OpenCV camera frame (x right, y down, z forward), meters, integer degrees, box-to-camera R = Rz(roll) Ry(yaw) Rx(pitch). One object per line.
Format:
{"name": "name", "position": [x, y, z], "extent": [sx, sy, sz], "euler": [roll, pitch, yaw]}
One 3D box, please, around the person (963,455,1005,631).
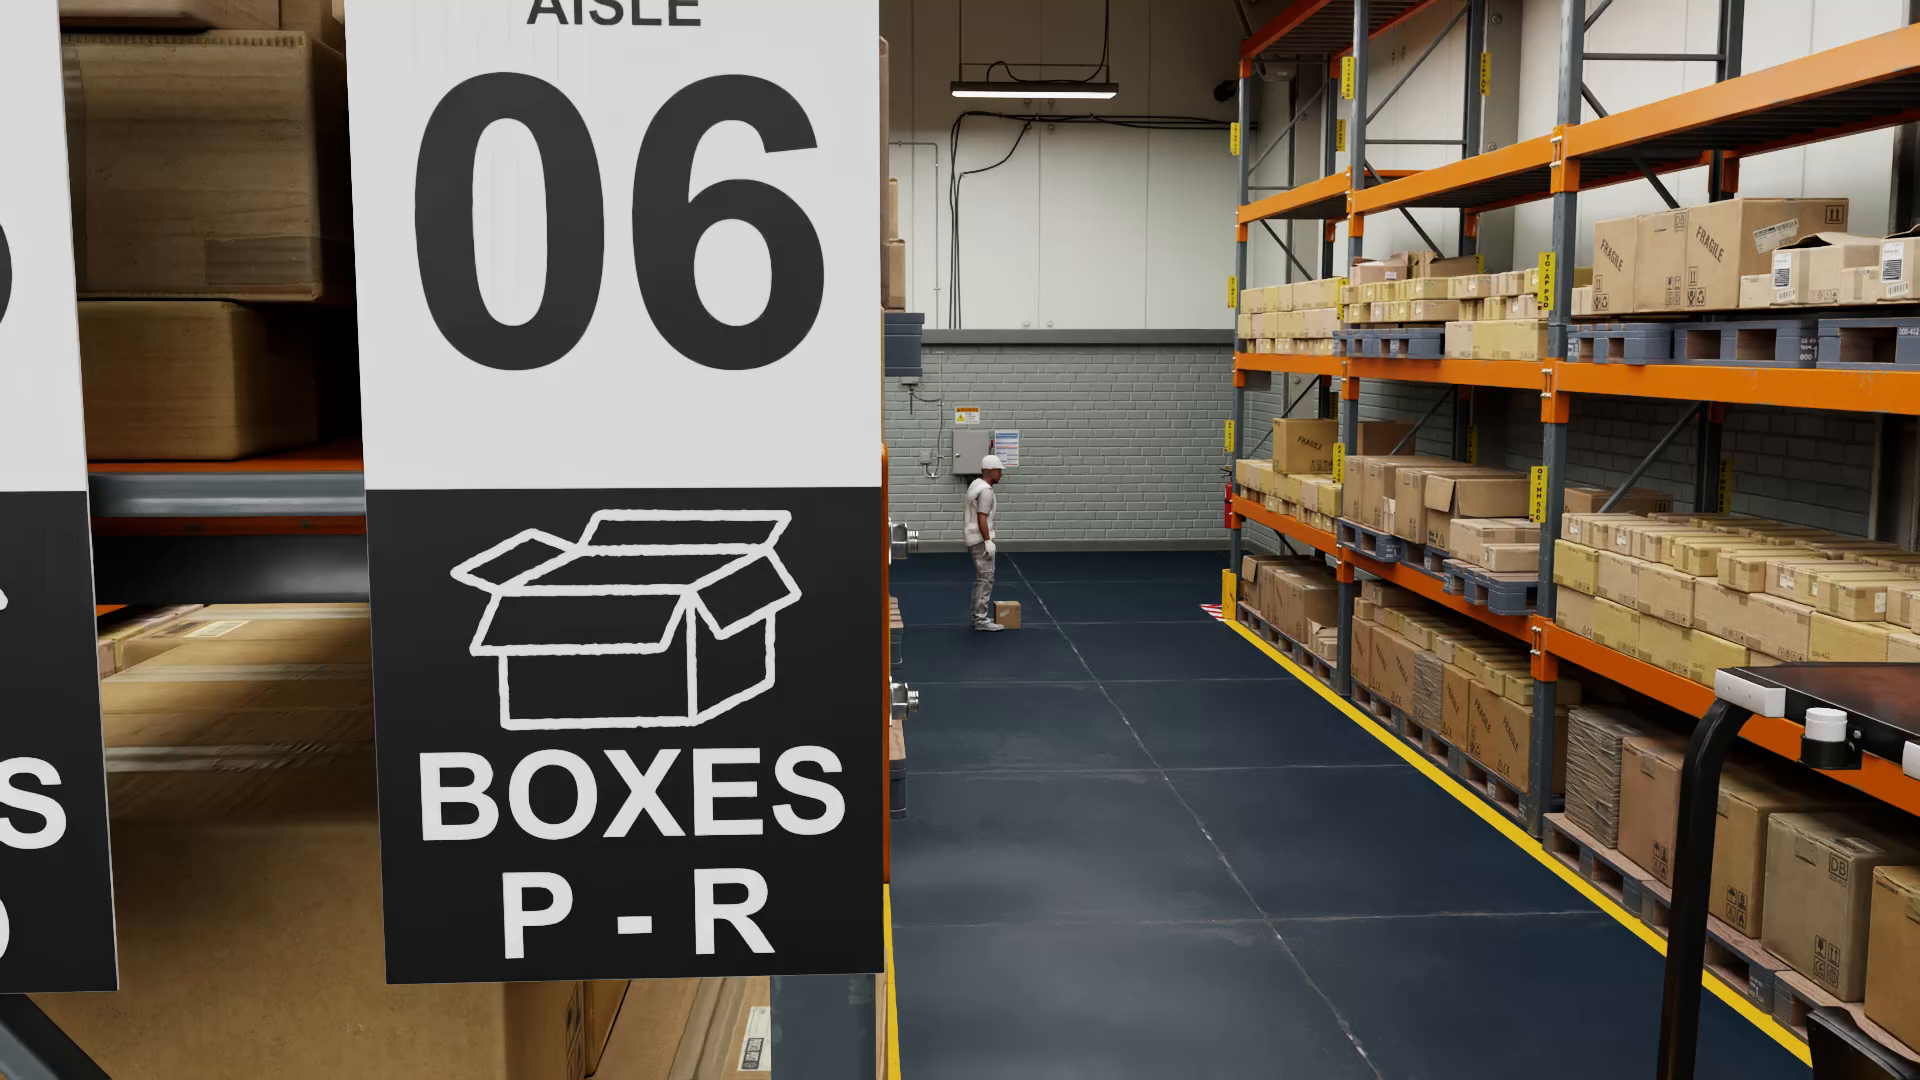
{"name": "person", "position": [0.256, 0.021, 17.012], "extent": [0.450, 1.774, 0.617], "euler": [0, 7, -4]}
